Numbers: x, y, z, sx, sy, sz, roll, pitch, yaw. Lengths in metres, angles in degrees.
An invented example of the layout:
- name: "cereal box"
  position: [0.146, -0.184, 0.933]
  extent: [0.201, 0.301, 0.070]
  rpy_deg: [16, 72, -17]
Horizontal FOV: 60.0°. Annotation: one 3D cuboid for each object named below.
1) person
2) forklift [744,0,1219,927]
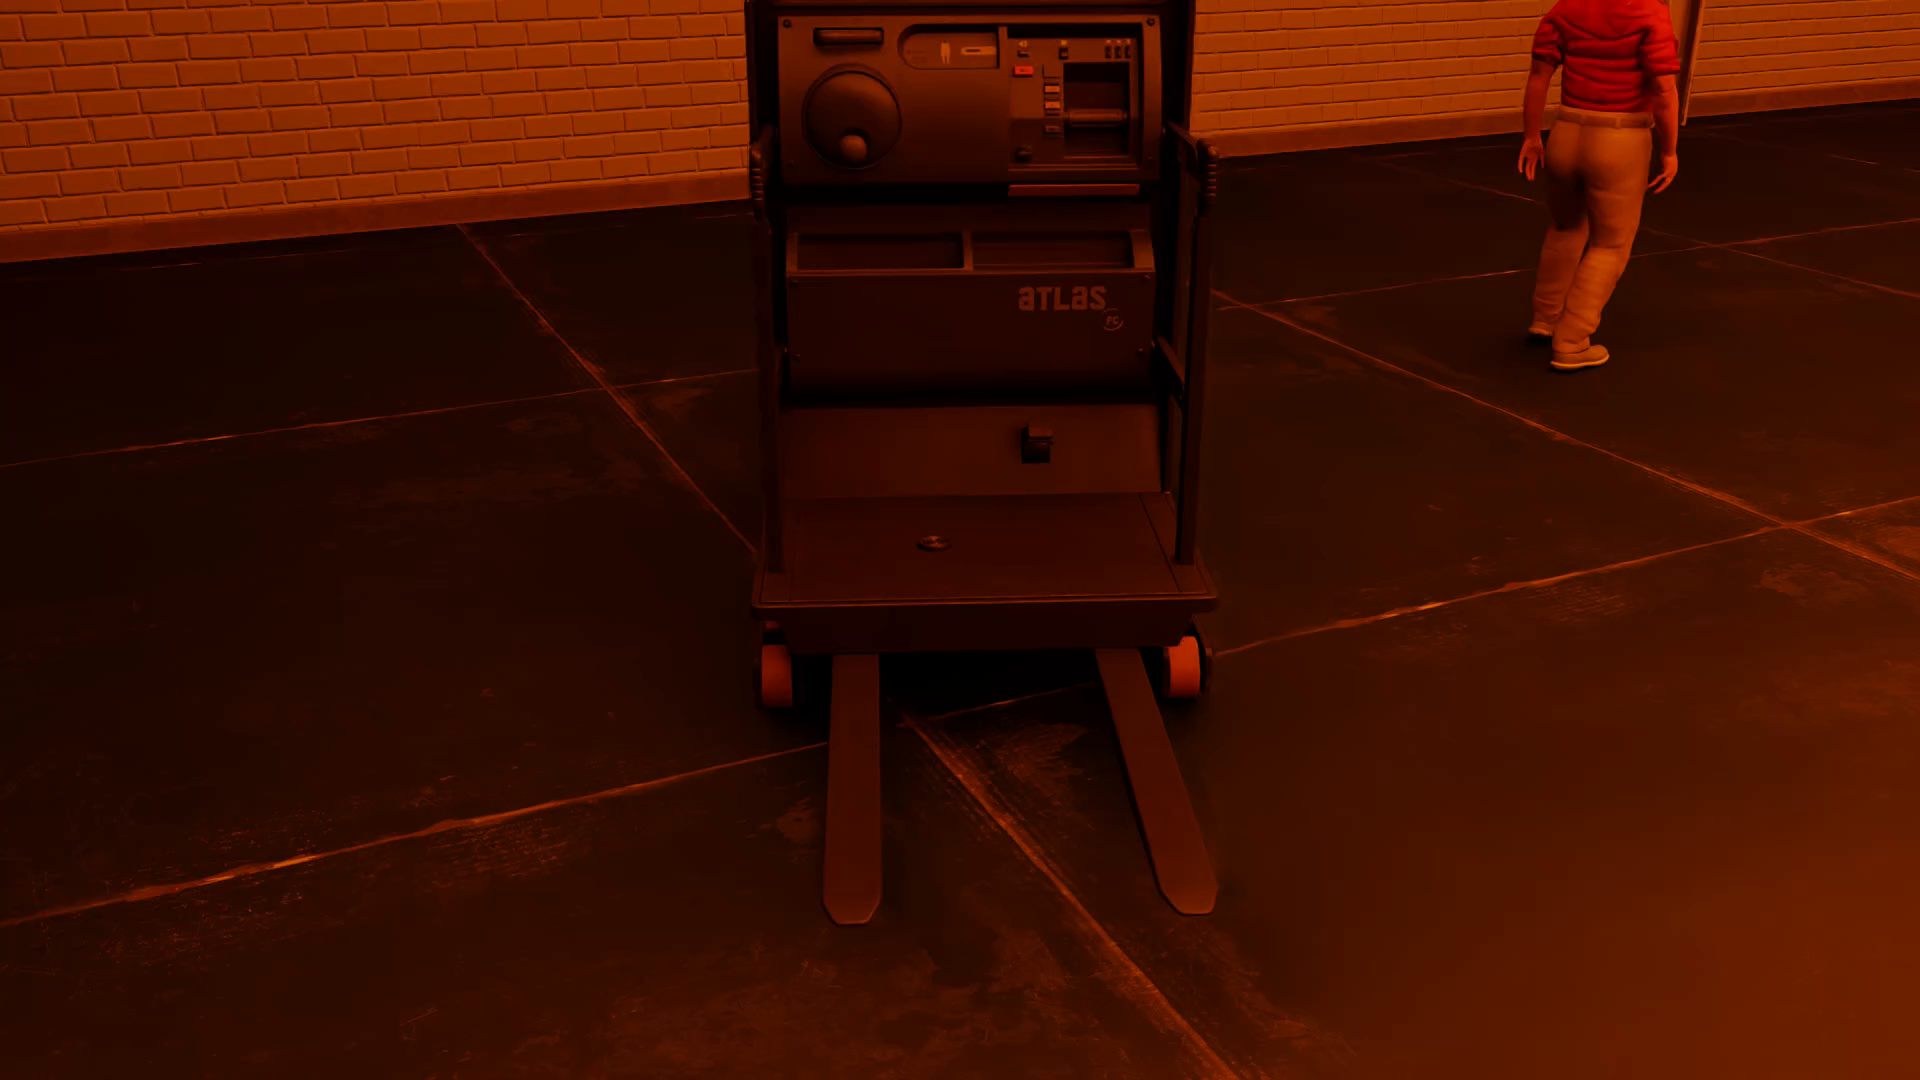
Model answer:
- name: "person"
  position: [2.576, -1.537, 6.662]
  extent: [0.560, 1.774, 0.641]
  rpy_deg: [-15, 27, -33]
- name: "forklift"
  position: [0.038, -1.062, 3.843]
  extent: [1.130, 2.935, 3.031]
  rpy_deg: [-1, 23, -3]
